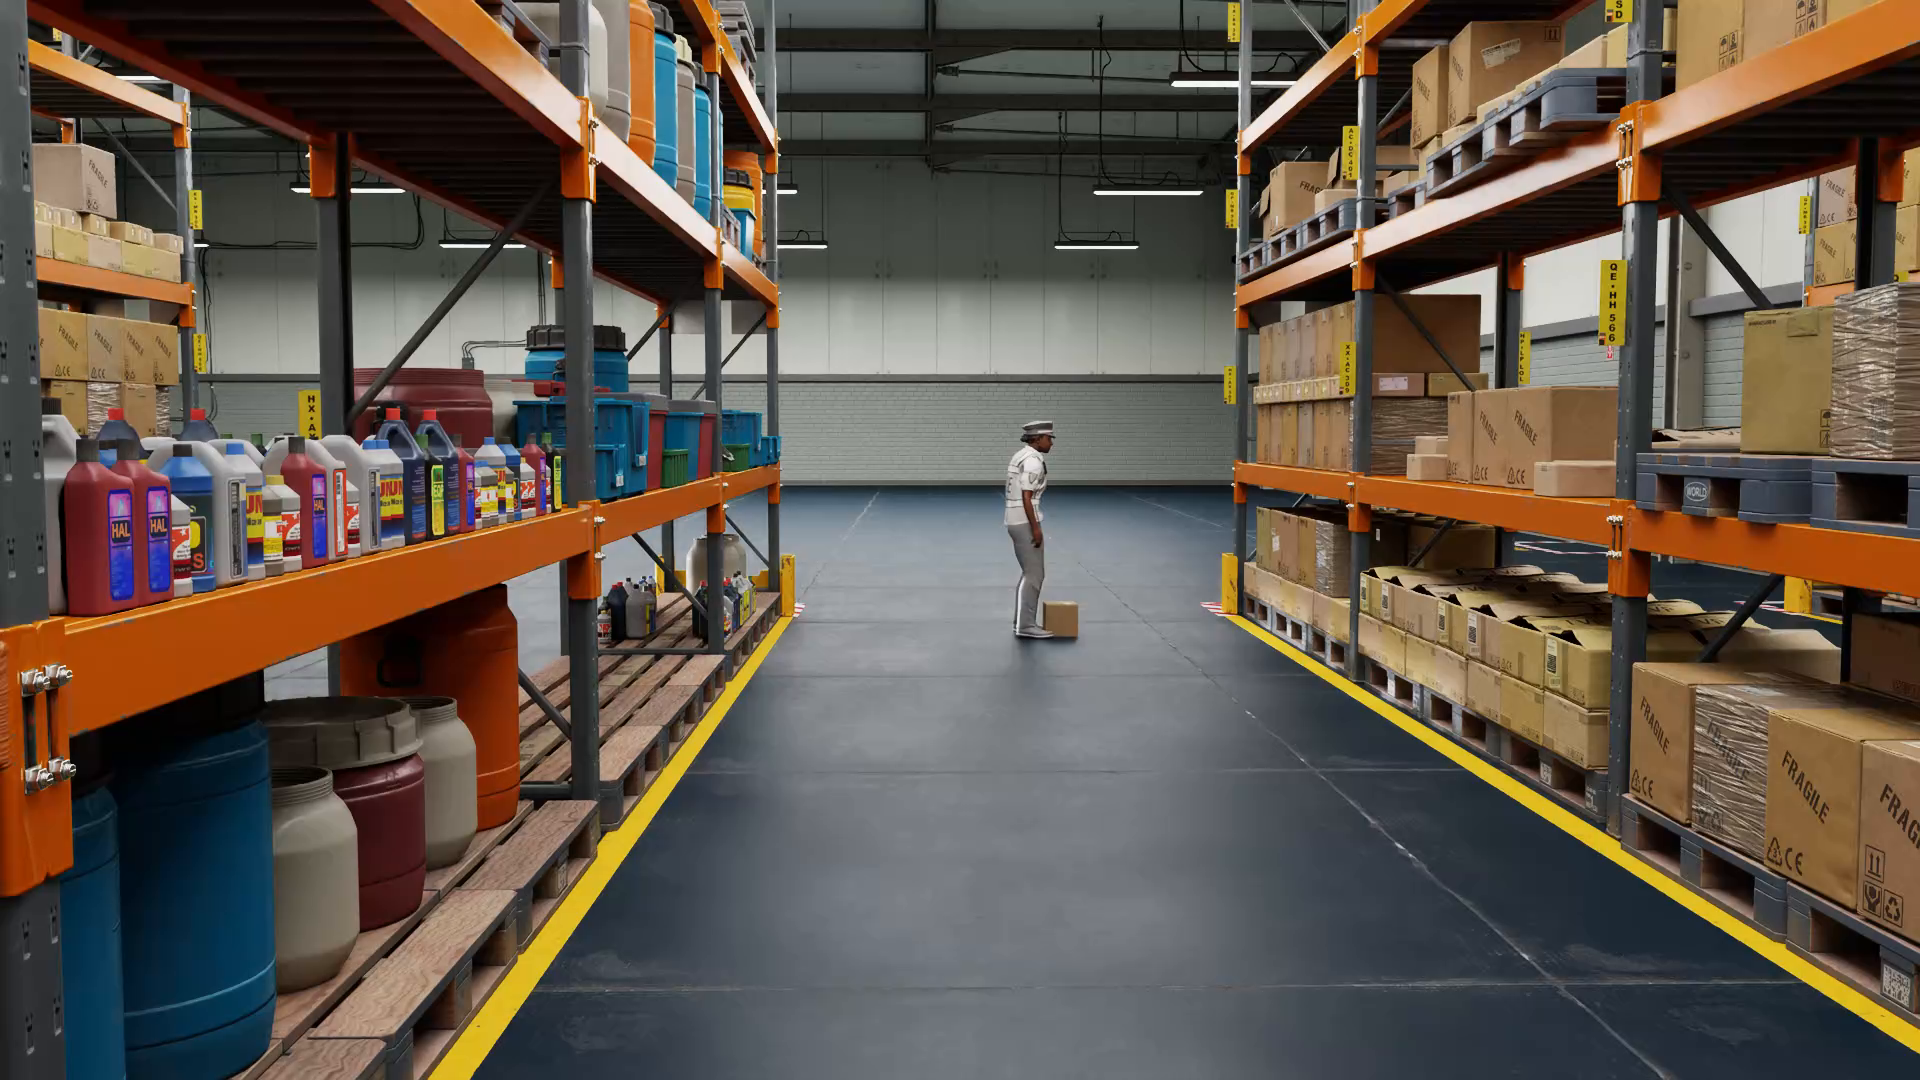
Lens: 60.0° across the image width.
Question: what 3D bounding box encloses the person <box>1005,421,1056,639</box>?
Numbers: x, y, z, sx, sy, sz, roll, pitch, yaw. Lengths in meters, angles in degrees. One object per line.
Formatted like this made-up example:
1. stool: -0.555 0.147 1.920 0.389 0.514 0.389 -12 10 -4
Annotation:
1. person: 0.544 -0.090 12.834 0.392 1.660 0.506 0 4 -1
